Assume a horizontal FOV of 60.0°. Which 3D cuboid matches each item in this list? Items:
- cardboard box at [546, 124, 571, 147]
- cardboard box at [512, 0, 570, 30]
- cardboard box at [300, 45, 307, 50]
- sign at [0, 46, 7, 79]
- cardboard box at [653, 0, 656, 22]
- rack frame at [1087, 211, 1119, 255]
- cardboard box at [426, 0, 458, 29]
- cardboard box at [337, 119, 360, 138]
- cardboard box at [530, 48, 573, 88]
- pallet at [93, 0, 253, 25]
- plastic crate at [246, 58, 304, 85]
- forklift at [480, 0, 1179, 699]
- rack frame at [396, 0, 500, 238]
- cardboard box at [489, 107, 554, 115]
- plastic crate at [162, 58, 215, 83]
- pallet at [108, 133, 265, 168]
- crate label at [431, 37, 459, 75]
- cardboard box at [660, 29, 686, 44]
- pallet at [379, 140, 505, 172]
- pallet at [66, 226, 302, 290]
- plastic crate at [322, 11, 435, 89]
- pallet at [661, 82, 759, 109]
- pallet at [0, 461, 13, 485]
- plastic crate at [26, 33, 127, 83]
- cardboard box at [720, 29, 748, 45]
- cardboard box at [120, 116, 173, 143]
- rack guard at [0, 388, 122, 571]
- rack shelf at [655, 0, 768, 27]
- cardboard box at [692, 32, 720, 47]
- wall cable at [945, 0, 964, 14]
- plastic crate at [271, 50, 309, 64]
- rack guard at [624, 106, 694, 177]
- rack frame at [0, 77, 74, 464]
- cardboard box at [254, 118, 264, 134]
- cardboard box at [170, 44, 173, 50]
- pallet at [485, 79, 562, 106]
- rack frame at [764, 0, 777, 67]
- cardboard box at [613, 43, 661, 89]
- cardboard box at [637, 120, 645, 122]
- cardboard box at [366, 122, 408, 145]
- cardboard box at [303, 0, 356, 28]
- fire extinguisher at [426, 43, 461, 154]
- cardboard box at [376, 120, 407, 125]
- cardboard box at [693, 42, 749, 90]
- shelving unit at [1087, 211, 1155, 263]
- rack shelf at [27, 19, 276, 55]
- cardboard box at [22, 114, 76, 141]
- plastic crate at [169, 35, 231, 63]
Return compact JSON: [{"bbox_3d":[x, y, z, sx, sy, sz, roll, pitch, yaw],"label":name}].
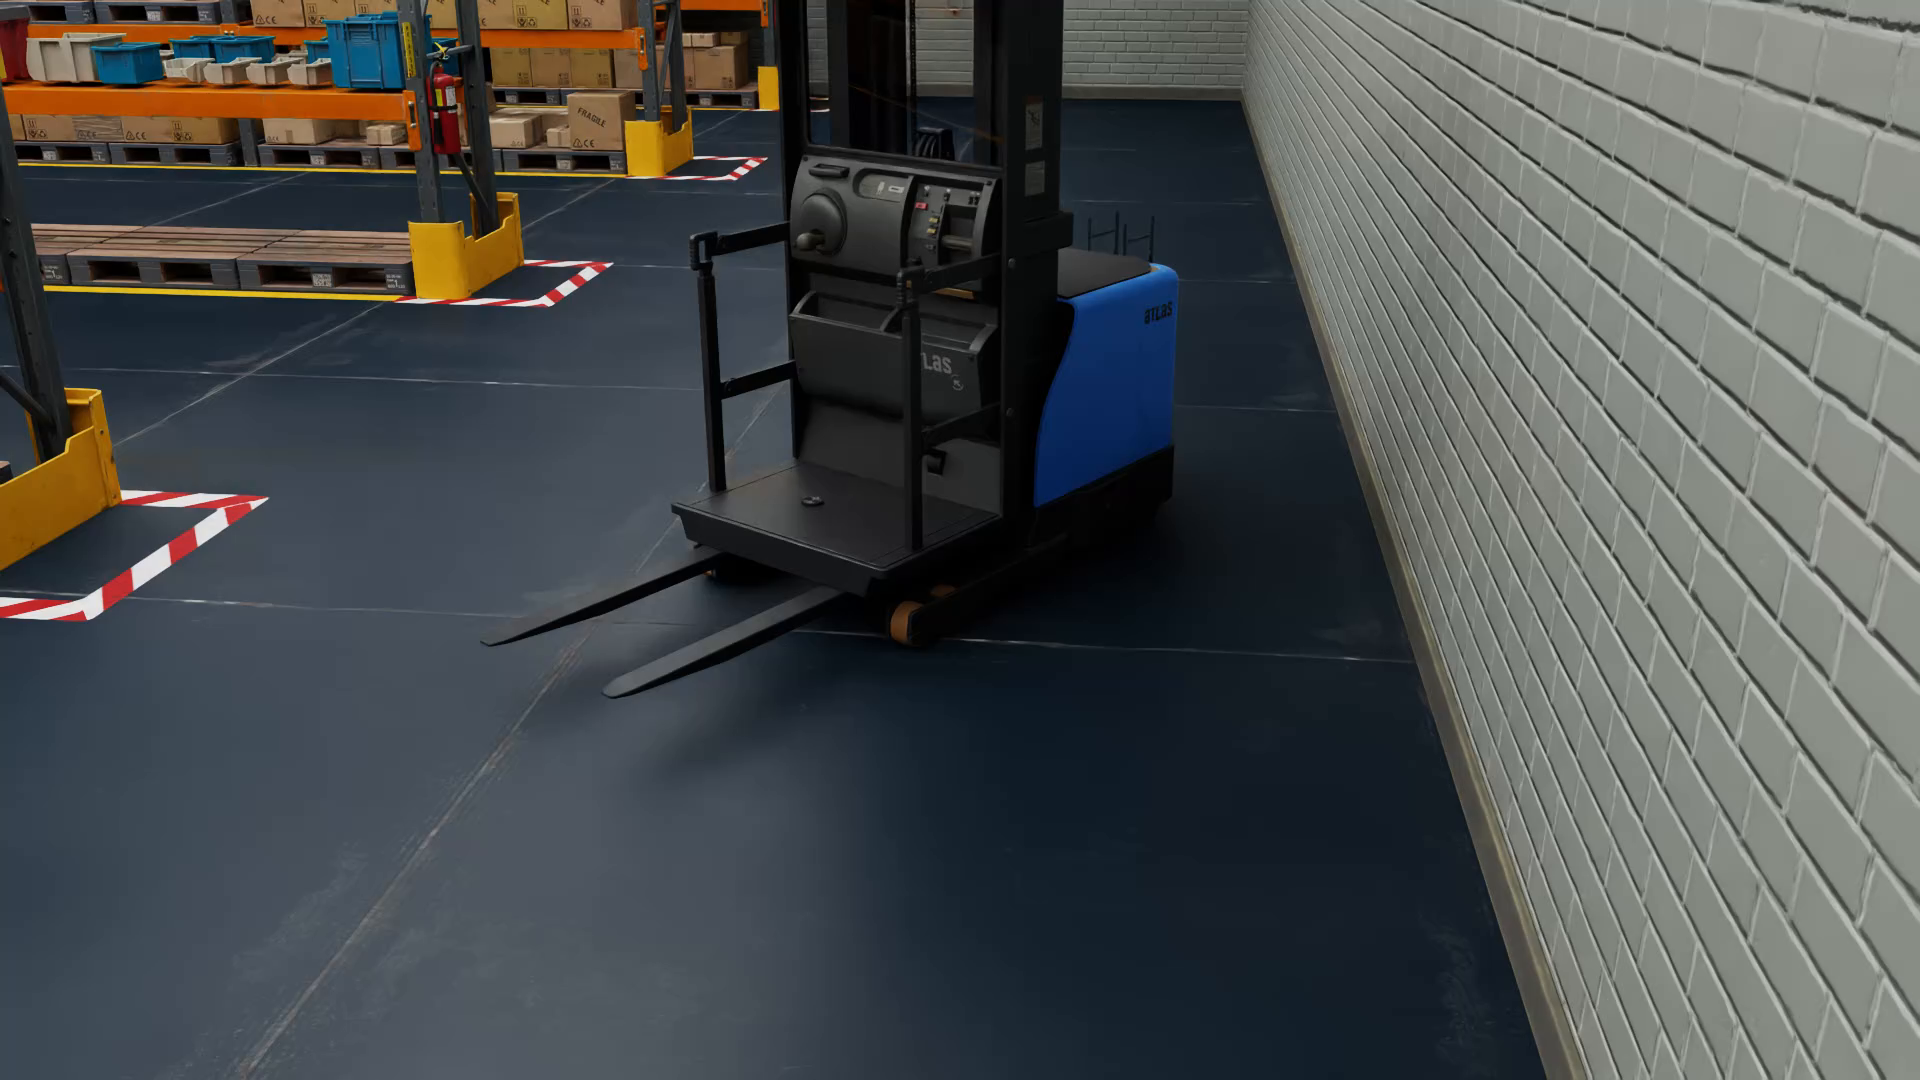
[{"bbox_3d":[-3.763,-3.866,15.895,0.250,0.166,0.380,2,22,6],"label":"cardboard box"},{"bbox_3d":[-3.794,-4.983,15.328,0.500,0.500,0.500,3,22,7],"label":"cardboard box"},{"bbox_3d":[-7.739,-6.191,20.872,0.750,0.750,0.750,3,22,8],"label":"cardboard box"},{"bbox_3d":[-3.900,-2.020,6.685,0.005,0.325,0.100,2,22,6],"label":"sign"},{"bbox_3d":[-3.212,-5.157,15.769,0.500,0.500,0.500,3,22,7],"label":"cardboard box"},{"bbox_3d":[0.629,-0.863,7.490,0.006,1.200,0.240,16,27,35],"label":"rack frame"},{"bbox_3d":[-4.790,-5.028,15.443,0.500,0.500,0.500,2,22,6],"label":"cardboard box"},{"bbox_3d":[-6.175,-4.289,16.511,0.500,0.500,0.500,2,22,6],"label":"cardboard box"},{"bbox_3d":[-4.966,-5.917,20.656,0.500,0.500,0.700,2,22,6],"label":"cardboard box"},{"bbox_3d":[-7.555,-5.154,16.156,1.213,0.211,1.003,2,22,6],"label":"pallet"},{"bbox_3d":[-4.506,-3.079,10.926,0.243,0.136,0.396,2,22,6],"label":"plastic crate"},{"bbox_3d":[-0.387,-1.184,5.947,1.130,2.935,3.031,16,27,35],"label":"forklift"},{"bbox_3d":[-3.389,-3.187,10.921,0.127,3.000,1.000,2,22,6],"label":"rack frame"},{"bbox_3d":[-4.302,-4.092,16.351,0.500,0.250,0.500,2,22,6],"label":"cardboard box"},{"bbox_3d":[-5.082,-3.088,10.949,0.250,0.136,0.298,2,22,6],"label":"plastic crate"},{"bbox_3d":[-7.587,-3.893,16.500,1.213,0.211,1.003,2,22,6],"label":"pallet"},{"bbox_3d":[-3.595,-3.268,11.272,0.303,0.233,0.416,2,22,6],"label":"crate label"},{"bbox_3d":[-3.534,-6.233,20.571,0.250,0.149,0.380,3,22,7],"label":"cardboard box"},{"bbox_3d":[-4.878,-3.790,16.238,1.213,0.211,1.003,2,22,6],"label":"pallet"},{"bbox_3d":[-5.411,-1.994,11.696,1.213,0.211,1.003,2,22,6],"label":"pallet"},{"bbox_3d":[-3.743,-3.178,10.768,0.499,0.435,0.616,2,22,6],"label":"plastic crate"},{"bbox_3d":[-3.026,-5.513,20.598,1.213,0.211,1.003,2,22,6],"label":"pallet"},{"bbox_3d":[-4.775,-0.088,6.875,1.213,0.211,1.003,2,22,6],"label":"pallet"},{"bbox_3d":[-5.866,-3.200,11.032,0.530,0.282,0.437,2,22,6],"label":"plastic crate"},{"bbox_3d":[-2.782,-6.200,20.489,0.250,0.149,0.380,3,22,7],"label":"cardboard box"},{"bbox_3d":[-7.788,-4.152,16.163,0.500,0.500,0.500,3,22,6],"label":"cardboard box"},{"bbox_3d":[-3.948,-0.215,6.804,0.348,0.500,1.175,2,22,6],"label":"rack guard"},{"bbox_3d":[-4.209,-6.556,20.421,4.000,0.370,1.077,2,22,6],"label":"rack shelf"},{"bbox_3d":[-3.079,-6.071,20.163,0.250,0.149,0.380,2,22,6],"label":"cardboard box"},{"bbox_3d":[-0.840,-7.566,20.617,1.851,1.984,0.084,2,22,6],"label":"wall cable"},{"bbox_3d":[-4.578,-3.297,11.475,0.298,0.136,0.250,2,22,6],"label":"plastic crate"},{"bbox_3d":[-2.878,-3.836,15.963,0.348,0.500,1.175,2,22,6],"label":"rack guard"},{"bbox_3d":[-3.972,-1.379,6.347,0.127,3.000,1.000,2,22,6],"label":"rack frame"},{"bbox_3d":[-7.226,-4.320,16.590,0.500,0.500,0.500,2,22,4],"label":"cardboard box"},{"bbox_3d":[-9.452,-6.266,21.062,0.750,0.750,0.750,2,22,6],"label":"cardboard box"},{"bbox_3d":[-5.449,-5.619,20.865,1.213,0.211,1.003,2,22,6],"label":"pallet"},{"bbox_3d":[-2.223,-6.804,20.070,0.127,3.000,1.000,2,22,6],"label":"rack frame"},{"bbox_3d":[-3.926,-5.874,20.546,0.500,0.500,0.700,2,22,5],"label":"cardboard box"},{"bbox_3d":[-3.177,-4.018,16.302,0.250,0.149,0.380,2,22,6],"label":"cardboard box"},{"bbox_3d":[-5.523,-3.924,16.042,0.250,0.166,0.380,2,22,6],"label":"cardboard box"},{"bbox_3d":[-5.791,-5.072,15.554,0.500,0.500,0.500,3,22,7],"label":"cardboard box"},{"bbox_3d":[-3.292,-2.805,10.568,0.183,0.674,0.296,2,22,6],"label":"fire extinguisher"},{"bbox_3d":[-5.430,-4.169,16.464,0.500,0.311,0.500,2,22,6],"label":"cardboard box"},{"bbox_3d":[-2.930,-5.831,20.437,0.500,0.500,0.700,2,22,6],"label":"cardboard box"},{"bbox_3d":[0.700,-0.842,7.437,0.189,1.200,0.258,16,27,35],"label":"shelving unit"},{"bbox_3d":[-8.760,-4.920,16.284,4.000,0.370,1.077,2,22,6],"label":"rack shelf"},{"bbox_3d":[-8.791,-4.195,16.272,0.500,0.500,0.500,2,22,4],"label":"cardboard box"},{"bbox_3d":[-5.201,-3.338,11.449,0.300,0.233,0.416,2,22,6],"label":"plastic crate"}]
